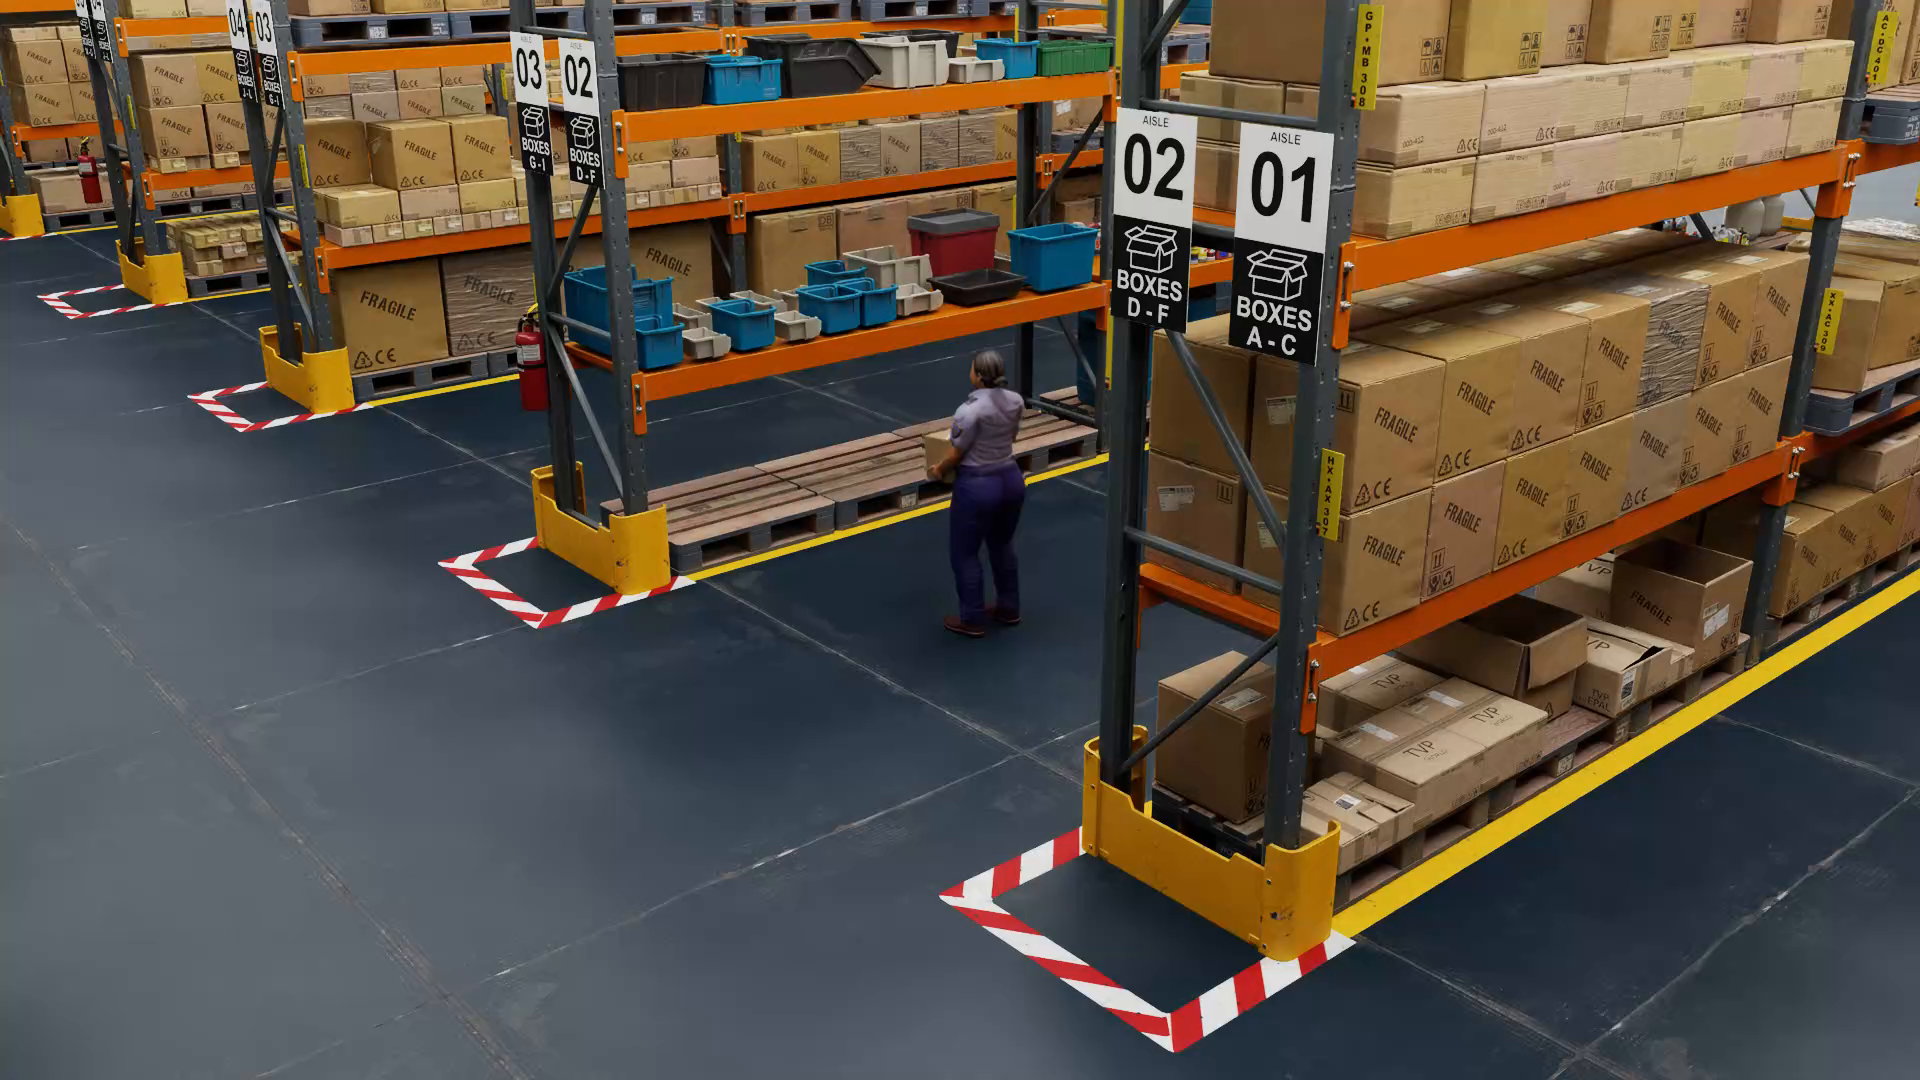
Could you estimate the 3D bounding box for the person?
[{"bbox_3d":[0.092,-0.289,9.356,0.471,1.641,0.511,-17,27,-38],"label":"person"}]
